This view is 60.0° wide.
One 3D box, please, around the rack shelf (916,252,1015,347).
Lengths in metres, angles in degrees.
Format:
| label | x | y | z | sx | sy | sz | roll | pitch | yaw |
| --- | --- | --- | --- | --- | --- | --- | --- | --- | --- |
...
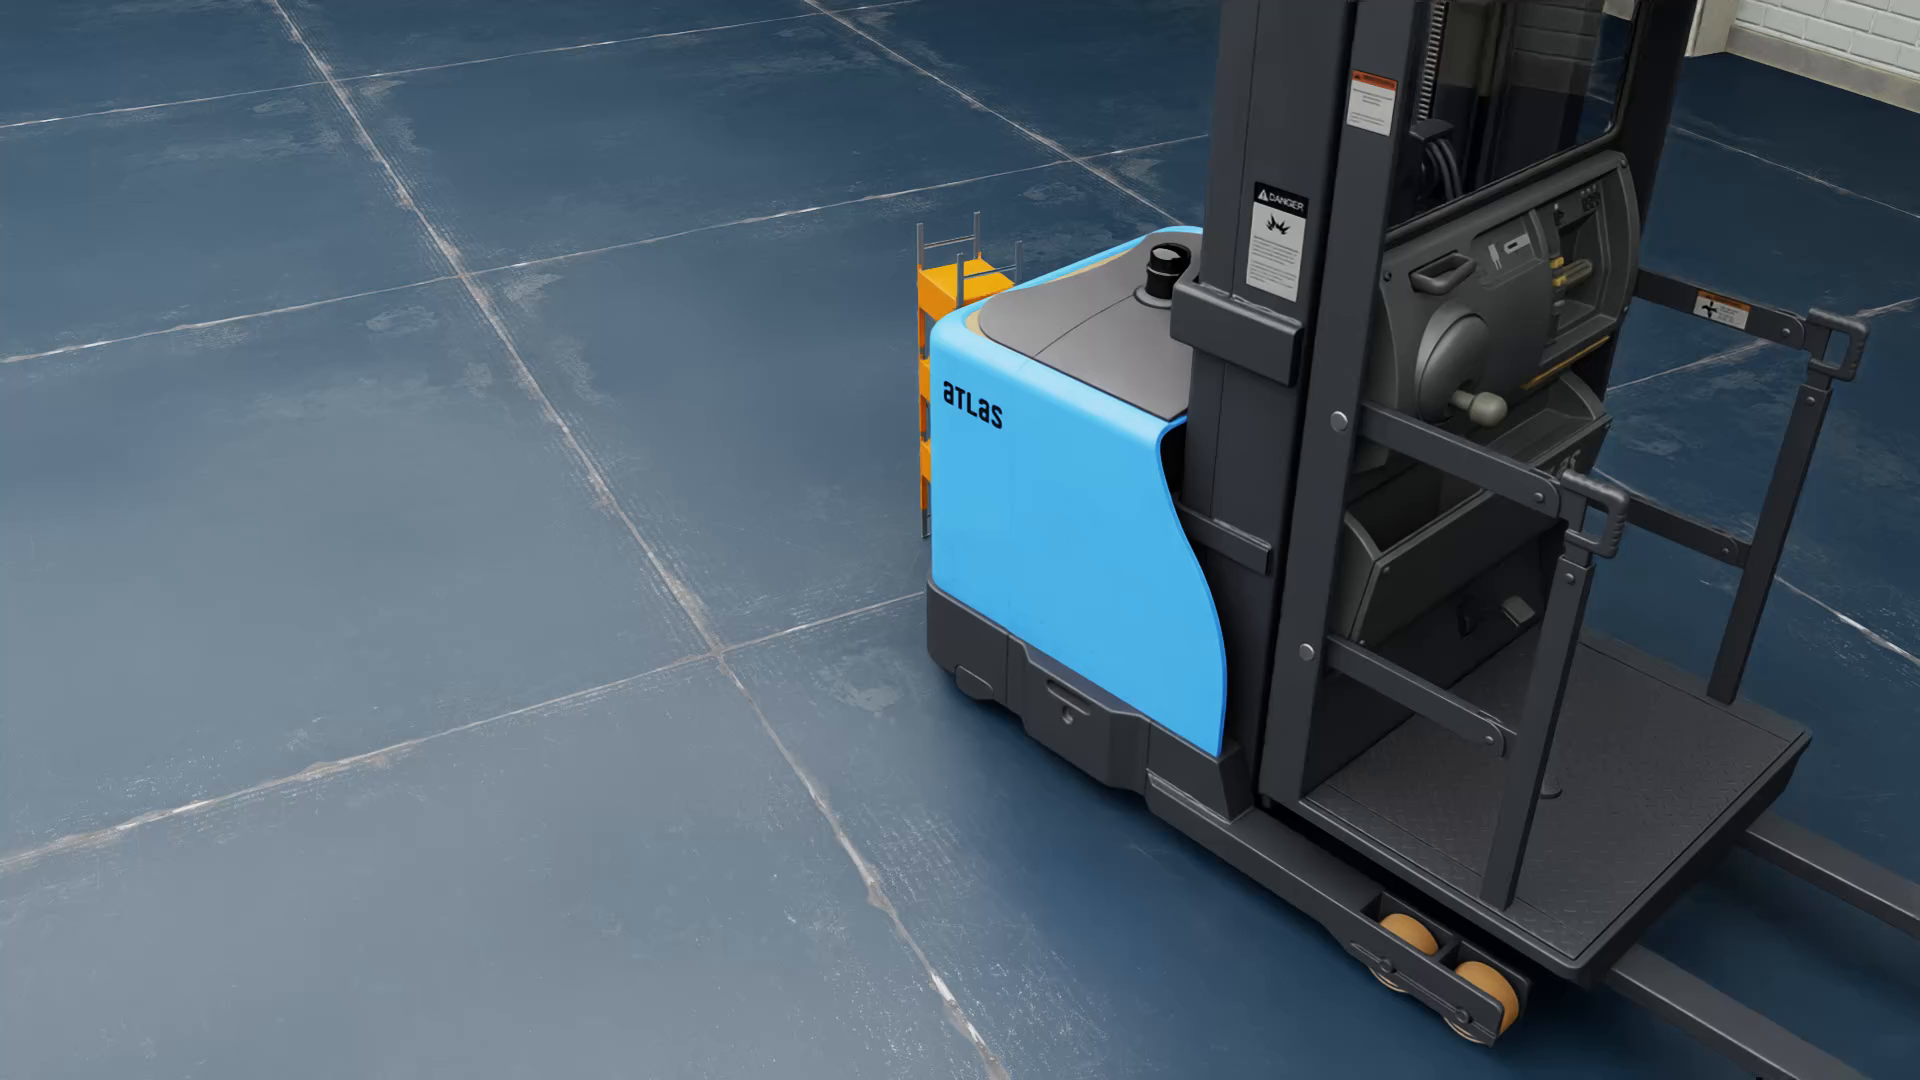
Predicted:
| label | x | y | z | sx | sy | sz | roll | pitch | yaw |
| --- | --- | --- | --- | --- | --- | --- | --- | --- | --- |
| rack shelf | 0.025 | -0.647 | 4.780 | 0.215 | 0.259 | 0.240 | -16 | 36 | -23 |

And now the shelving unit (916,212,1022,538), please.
| label | x | y | z | sx | sy | sz | roll | pitch | yaw |
| --- | --- | --- | --- | --- | --- | --- | --- | --- | --- |
| shelving unit | 0.025 | -0.417 | 4.927 | 0.215 | 1.050 | 0.252 | -16 | 36 | -23 |

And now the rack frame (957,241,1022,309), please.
| label | x | y | z | sx | sy | sz | roll | pitch | yaw |
| --- | --- | --- | --- | --- | --- | --- | --- | --- | --- |
| rack frame | 0.082 | -0.358 | 4.836 | 0.200 | 1.050 | 0.008 | -16 | 36 | -23 |

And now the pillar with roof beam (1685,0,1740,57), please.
| label | x | y | z | sx | sy | sz | roll | pitch | yaw |
| --- | --- | --- | --- | --- | --- | --- | --- | --- | --- |
| pillar with roof beam | 0.453 | -5.624 | 5.686 | 9.100 | 9.000 | 0.400 | -16 | 36 | -23 |

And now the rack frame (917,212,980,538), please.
| label | x | y | z | sx | sy | sz | roll | pitch | yaw |
| --- | --- | --- | --- | --- | --- | --- | --- | --- | --- |
| rack frame | -0.032 | -0.475 | 5.018 | 0.200 | 1.050 | 0.008 | -16 | 36 | -23 |

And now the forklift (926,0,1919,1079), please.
| label | x | y | z | sx | sy | sz | roll | pitch | yaw |
| --- | --- | --- | --- | --- | --- | --- | --- | --- | --- |
| forklift | 1.282 | -0.473 | 3.272 | 1.130 | 2.935 | 3.031 | -27 | 41 | -35 |

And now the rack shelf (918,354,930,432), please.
| label | x | y | z | sx | sy | sz | roll | pitch | yaw |
| --- | --- | --- | --- | --- | --- | --- | --- | --- | --- |
| rack shelf | 0.025 | -0.408 | 4.933 | 0.215 | 0.259 | 0.240 | -16 | 36 | -23 |

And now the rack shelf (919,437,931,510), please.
| label | x | y | z | sx | sy | sz | roll | pitch | yaw |
| --- | --- | --- | --- | --- | --- | --- | --- | --- | --- |
| rack shelf | 0.025 | -0.174 | 5.083 | 0.215 | 0.259 | 0.240 | -16 | 36 | -23 |
